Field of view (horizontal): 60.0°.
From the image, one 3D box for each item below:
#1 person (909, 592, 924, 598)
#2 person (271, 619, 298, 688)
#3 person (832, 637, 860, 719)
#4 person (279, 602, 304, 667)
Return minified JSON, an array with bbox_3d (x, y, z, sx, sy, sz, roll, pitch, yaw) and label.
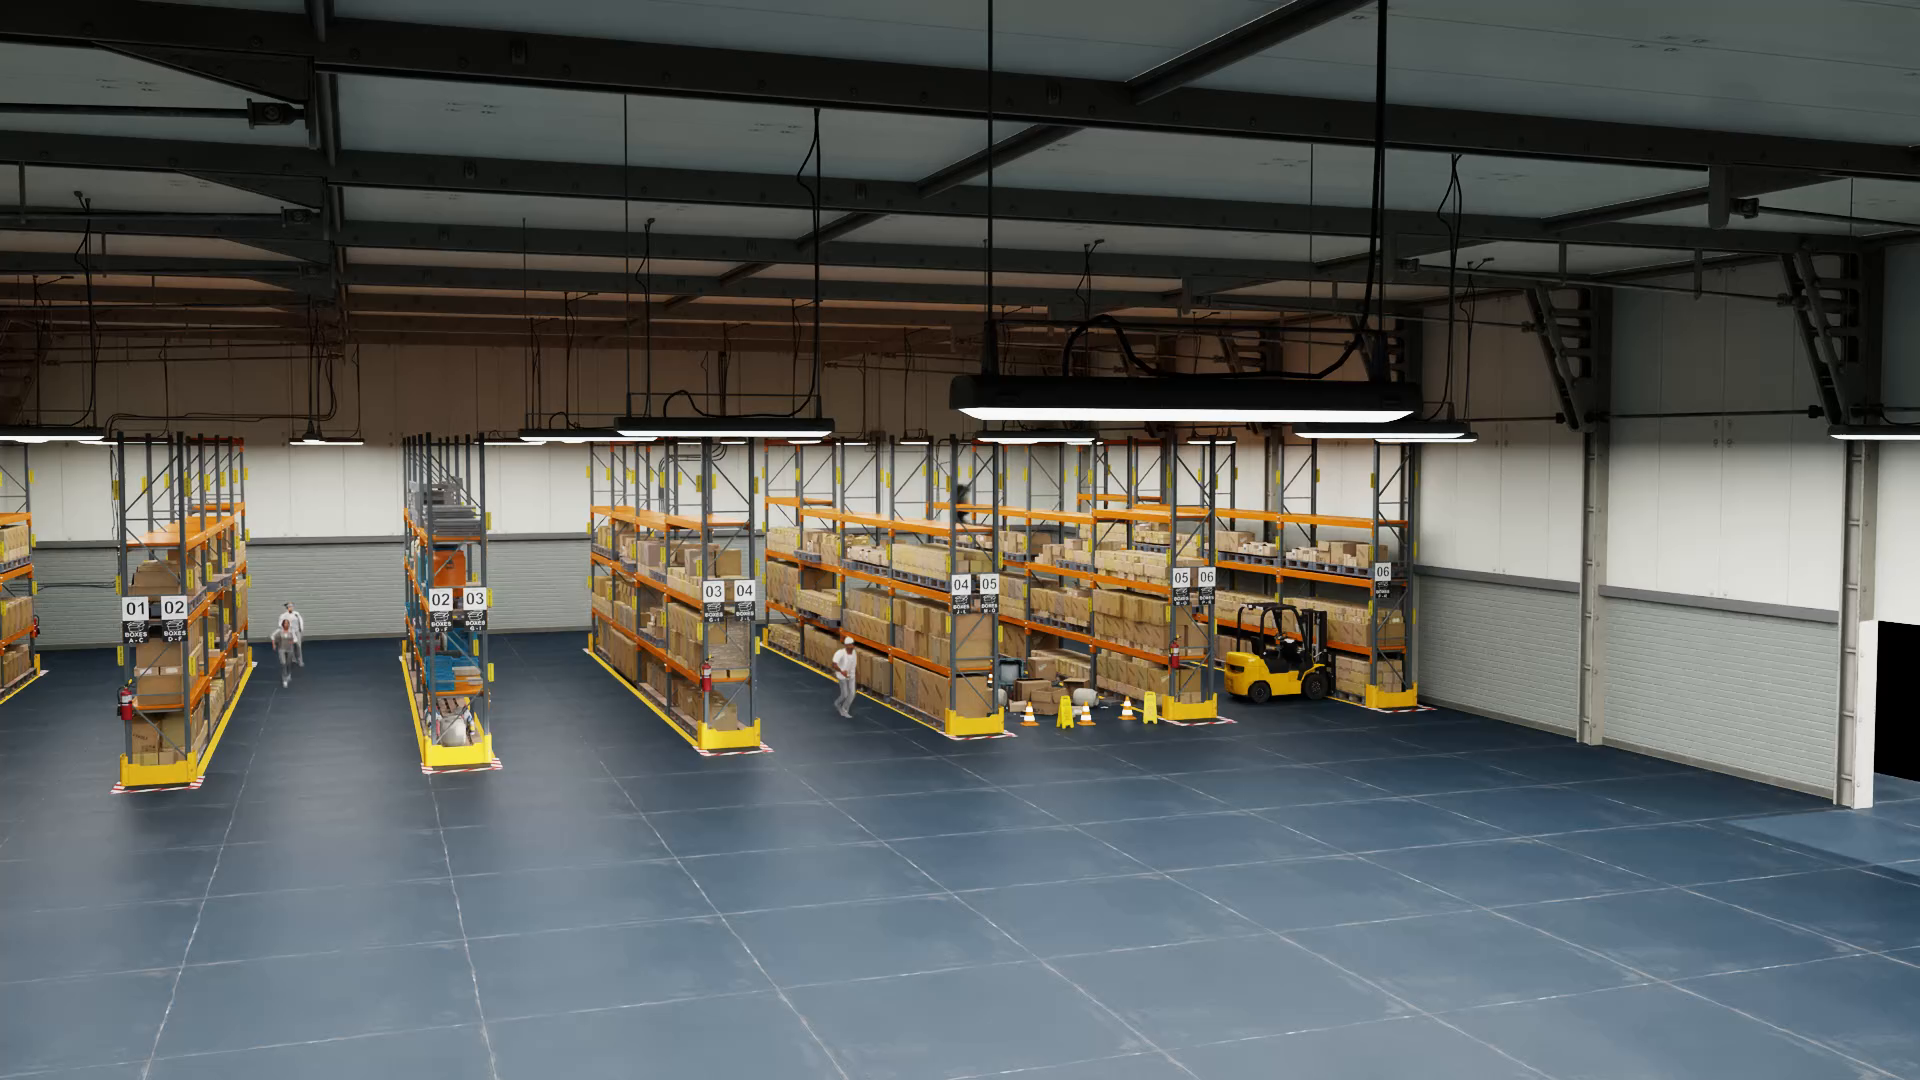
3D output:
[{"bbox_3d":[-1.268,2.075,51.511,0.716,1.676,0.828,2,4,35],"label":"person"},{"bbox_3d":[-16.254,2.702,40.036,0.571,1.621,0.869,-2,4,-28],"label":"person"},{"bbox_3d":[-2.476,2.911,35.368,0.685,1.722,0.693,-2,4,-35],"label":"person"},{"bbox_3d":[-17.564,2.461,43.674,0.616,1.707,0.909,-2,4,-32],"label":"person"}]
